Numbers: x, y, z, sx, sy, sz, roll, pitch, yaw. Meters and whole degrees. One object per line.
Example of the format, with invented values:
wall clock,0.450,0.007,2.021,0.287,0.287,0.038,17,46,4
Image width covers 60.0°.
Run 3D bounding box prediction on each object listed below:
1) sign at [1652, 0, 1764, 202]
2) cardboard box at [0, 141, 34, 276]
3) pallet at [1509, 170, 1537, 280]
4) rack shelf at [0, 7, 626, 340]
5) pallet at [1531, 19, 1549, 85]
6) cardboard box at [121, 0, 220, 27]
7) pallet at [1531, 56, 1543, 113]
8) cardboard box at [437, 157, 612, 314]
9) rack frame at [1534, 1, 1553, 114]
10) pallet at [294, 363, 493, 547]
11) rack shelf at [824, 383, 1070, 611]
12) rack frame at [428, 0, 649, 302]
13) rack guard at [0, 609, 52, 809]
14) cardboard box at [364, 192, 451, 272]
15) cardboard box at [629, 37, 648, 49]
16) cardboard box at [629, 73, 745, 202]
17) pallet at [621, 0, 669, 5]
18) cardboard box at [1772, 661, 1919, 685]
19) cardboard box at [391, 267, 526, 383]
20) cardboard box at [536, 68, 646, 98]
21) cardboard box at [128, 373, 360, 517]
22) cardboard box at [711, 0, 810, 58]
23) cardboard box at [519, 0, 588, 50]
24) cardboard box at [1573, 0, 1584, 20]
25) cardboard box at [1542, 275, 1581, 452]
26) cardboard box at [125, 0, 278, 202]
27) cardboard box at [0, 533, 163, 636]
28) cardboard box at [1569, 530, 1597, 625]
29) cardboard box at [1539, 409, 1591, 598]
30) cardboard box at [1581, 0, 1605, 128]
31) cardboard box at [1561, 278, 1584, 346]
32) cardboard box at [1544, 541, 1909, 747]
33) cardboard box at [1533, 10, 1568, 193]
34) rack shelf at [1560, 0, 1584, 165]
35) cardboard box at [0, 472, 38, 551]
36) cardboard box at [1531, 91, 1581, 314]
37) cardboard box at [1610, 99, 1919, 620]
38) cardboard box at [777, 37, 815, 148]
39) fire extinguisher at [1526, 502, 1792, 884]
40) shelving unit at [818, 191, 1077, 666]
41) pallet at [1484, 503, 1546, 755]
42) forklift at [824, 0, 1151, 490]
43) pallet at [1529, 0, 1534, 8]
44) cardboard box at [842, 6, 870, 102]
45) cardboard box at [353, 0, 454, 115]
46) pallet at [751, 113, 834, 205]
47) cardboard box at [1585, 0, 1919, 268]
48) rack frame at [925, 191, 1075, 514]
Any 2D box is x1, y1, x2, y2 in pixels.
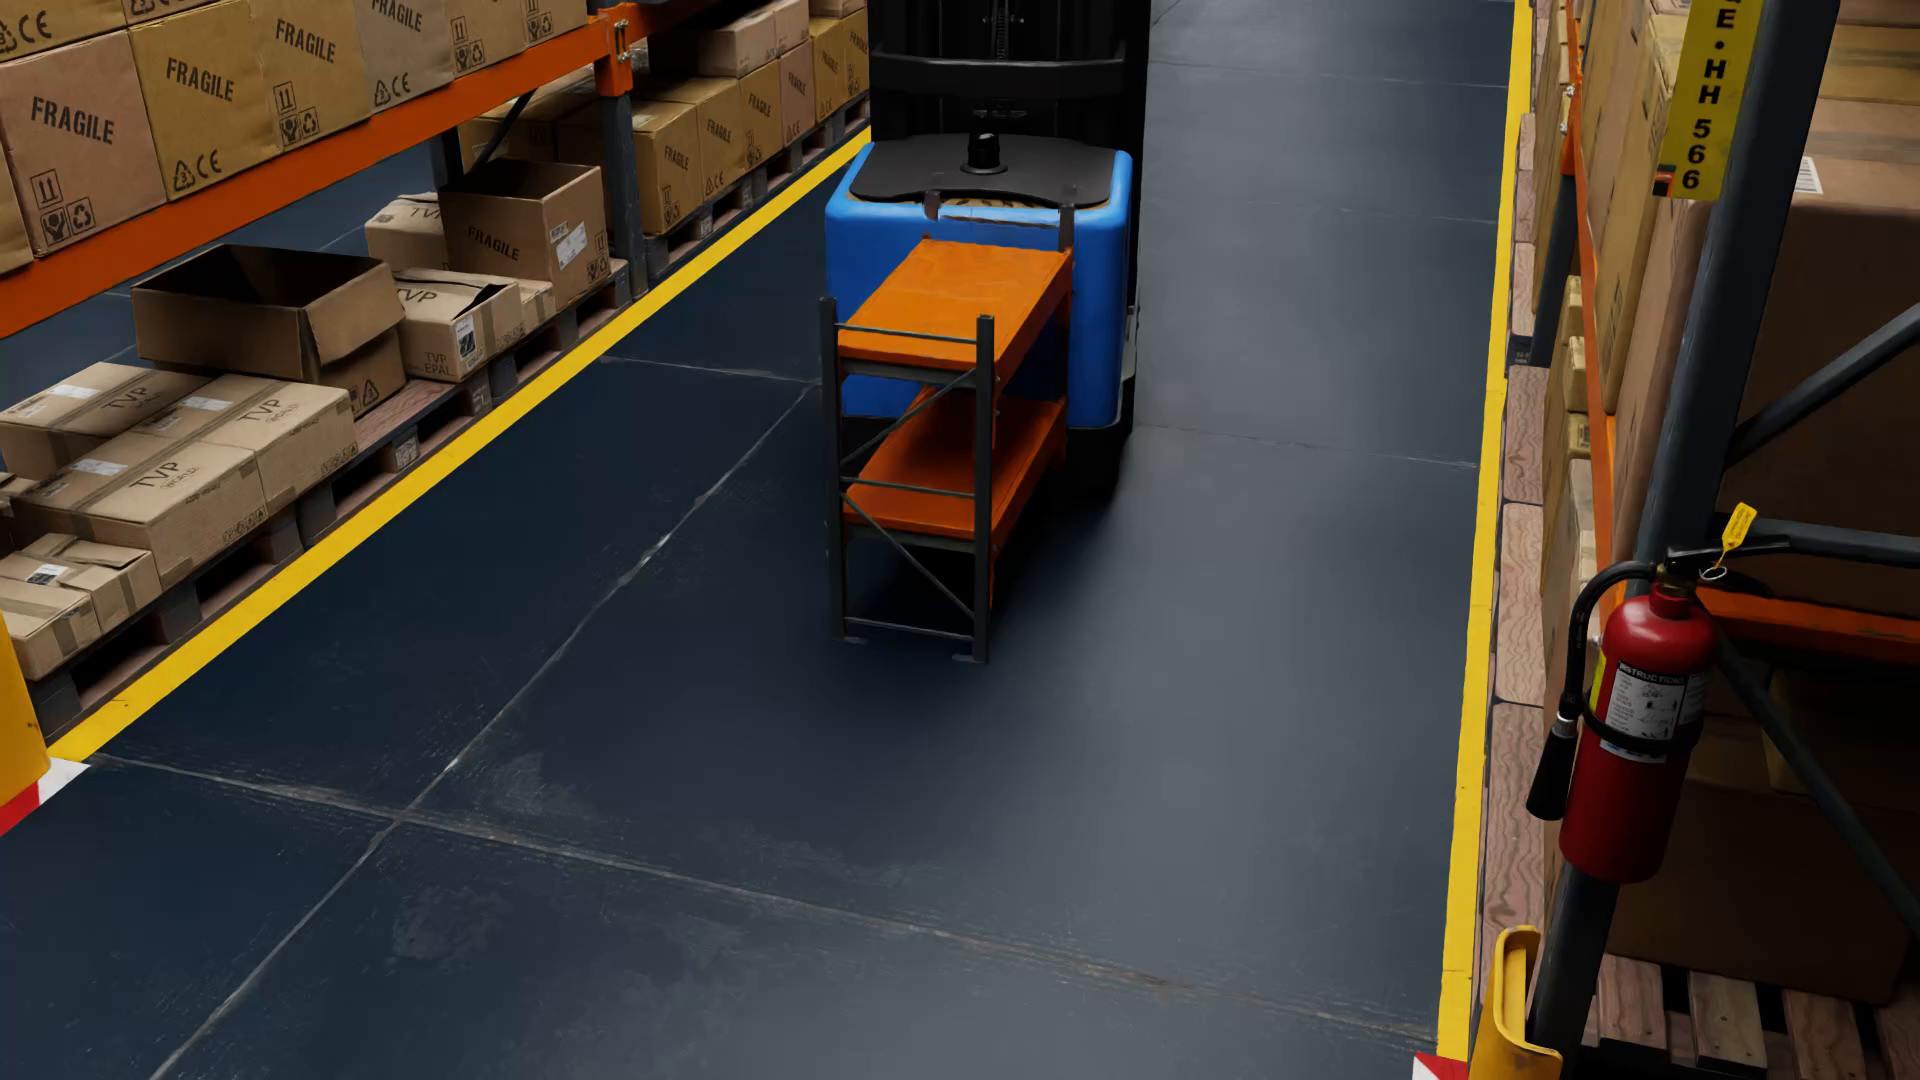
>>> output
sign,1.084,-0.651,2.400,0.100,0.325,0.005,8,30,15
cardboard box,-2.756,-0.875,4.135,0.500,0.500,0.500,9,30,16
pallet,3.284,-1.536,8.294,1.003,0.211,1.213,8,30,15
rack shelf,-2.551,-1.278,5.702,1.077,0.370,4.000,8,30,15
pallet,4.538,-3.385,11.618,1.003,0.211,1.213,8,30,15
cardboard box,-2.458,-1.788,4.747,0.500,0.500,0.500,9,30,16
pallet,4.178,-2.820,10.602,1.003,0.211,1.213,8,30,15
cardboard box,-1.860,-1.316,7.150,0.500,0.500,0.500,8,30,15
rack frame,3.947,-3.676,9.272,1.000,3.000,0.127,8,30,15
pallet,-2.523,-0.415,6.280,1.003,0.211,1.213,8,30,15
rack shelf,-0.015,-0.174,5.406,0.538,0.278,1.000,8,30,14
rack frame,-1.964,-2.522,7.198,1.000,3.000,0.127,8,30,15
rack guard,-3.116,0.394,4.527,1.175,0.500,0.348,8,30,15
cardboard box,-2.294,-1.375,7.449,0.500,0.311,0.500,8,30,15
cardboard box,-1.645,-2.590,9.439,0.500,0.500,0.500,7,30,13
cardboard box,-1.443,-2.061,8.488,0.500,0.500,0.500,9,30,16
pallet,-1.625,-2.794,7.884,1.003,0.211,1.213,8,30,15
cardboard box,2.011,0.179,3.814,0.380,0.149,0.250,9,30,15
cardboard box,-2.080,-0.885,6.569,0.500,0.311,0.500,8,30,15
cardboard box,-1.940,-2.120,8.595,0.500,0.500,0.500,9,30,15
cardboard box,-2.414,-0.330,5.634,0.500,0.250,0.500,8,30,15
cardboard box,-1.149,-2.837,9.112,0.500,0.250,0.500,8,30,14
cardboard box,-1.865,-2.297,6.690,0.500,0.500,0.500,9,30,16
cardboard box,2.793,-2.279,6.999,0.380,0.149,0.250,9,30,15
cardboard box,2.455,-0.575,5.837,0.700,0.500,0.500,9,30,16
cardboard box,-2.459,-1.349,4.986,0.500,0.500,0.500,8,30,15
cardboard box,-2.613,0.121,4.908,0.380,0.166,0.250,8,30,15
cardboard box,1.646,0.123,3.915,0.380,0.149,0.250,9,30,16
cardboard box,2.152,-0.104,4.990,0.700,0.500,0.500,9,30,16
cardboard box,2.598,-1.698,5.408,0.980,0.700,0.700,9,30,16
cardboard box,2.180,-0.725,5.440,0.380,0.149,0.250,10,30,17
cardboard box,1.855,0.379,4.123,0.700,0.500,0.500,8,30,15
cardboard box,3.342,-2.190,8.381,0.750,0.750,0.750,8,30,15
rack shelf,3.360,-2.432,7.776,1.077,0.370,4.000,8,30,15
cardboard box,-3.009,-0.080,5.270,0.380,0.166,0.250,8,30,15
cardboard box,2.839,-1.381,6.927,0.750,0.750,0.750,9,30,15
cardboard box,1.739,-0.327,2.944,0.980,0.700,0.700,10,31,17
cardboard box,-1.140,-2.527,9.326,0.500,0.500,0.500,7,30,13
fire extinguisher,1.113,0.243,2.690,0.296,0.674,0.183,8,30,15
shelving unit,-0.014,-0.388,5.286,0.538,1.125,1.048,8,30,14
pallet,2.119,0.313,4.970,1.003,0.211,1.213,8,30,15
forklift,0.218,-2.151,6.602,1.130,2.935,3.031,3,29,6
pallet,5.284,-4.633,13.861,1.003,0.211,1.213,8,30,15
cardboard box,-0.840,-3.012,10.198,0.500,0.500,0.500,10,31,17
cardboard box,-2.164,-1.818,5.829,0.500,0.500,0.500,9,30,16
pallet,-1.405,-2.255,9.587,1.003,0.211,1.213,8,30,15
cardboard box,2.174,-1.020,4.189,0.980,0.700,0.700,7,30,12
rack frame,0.125,-0.626,5.714,0.500,1.125,0.032,8,30,14
